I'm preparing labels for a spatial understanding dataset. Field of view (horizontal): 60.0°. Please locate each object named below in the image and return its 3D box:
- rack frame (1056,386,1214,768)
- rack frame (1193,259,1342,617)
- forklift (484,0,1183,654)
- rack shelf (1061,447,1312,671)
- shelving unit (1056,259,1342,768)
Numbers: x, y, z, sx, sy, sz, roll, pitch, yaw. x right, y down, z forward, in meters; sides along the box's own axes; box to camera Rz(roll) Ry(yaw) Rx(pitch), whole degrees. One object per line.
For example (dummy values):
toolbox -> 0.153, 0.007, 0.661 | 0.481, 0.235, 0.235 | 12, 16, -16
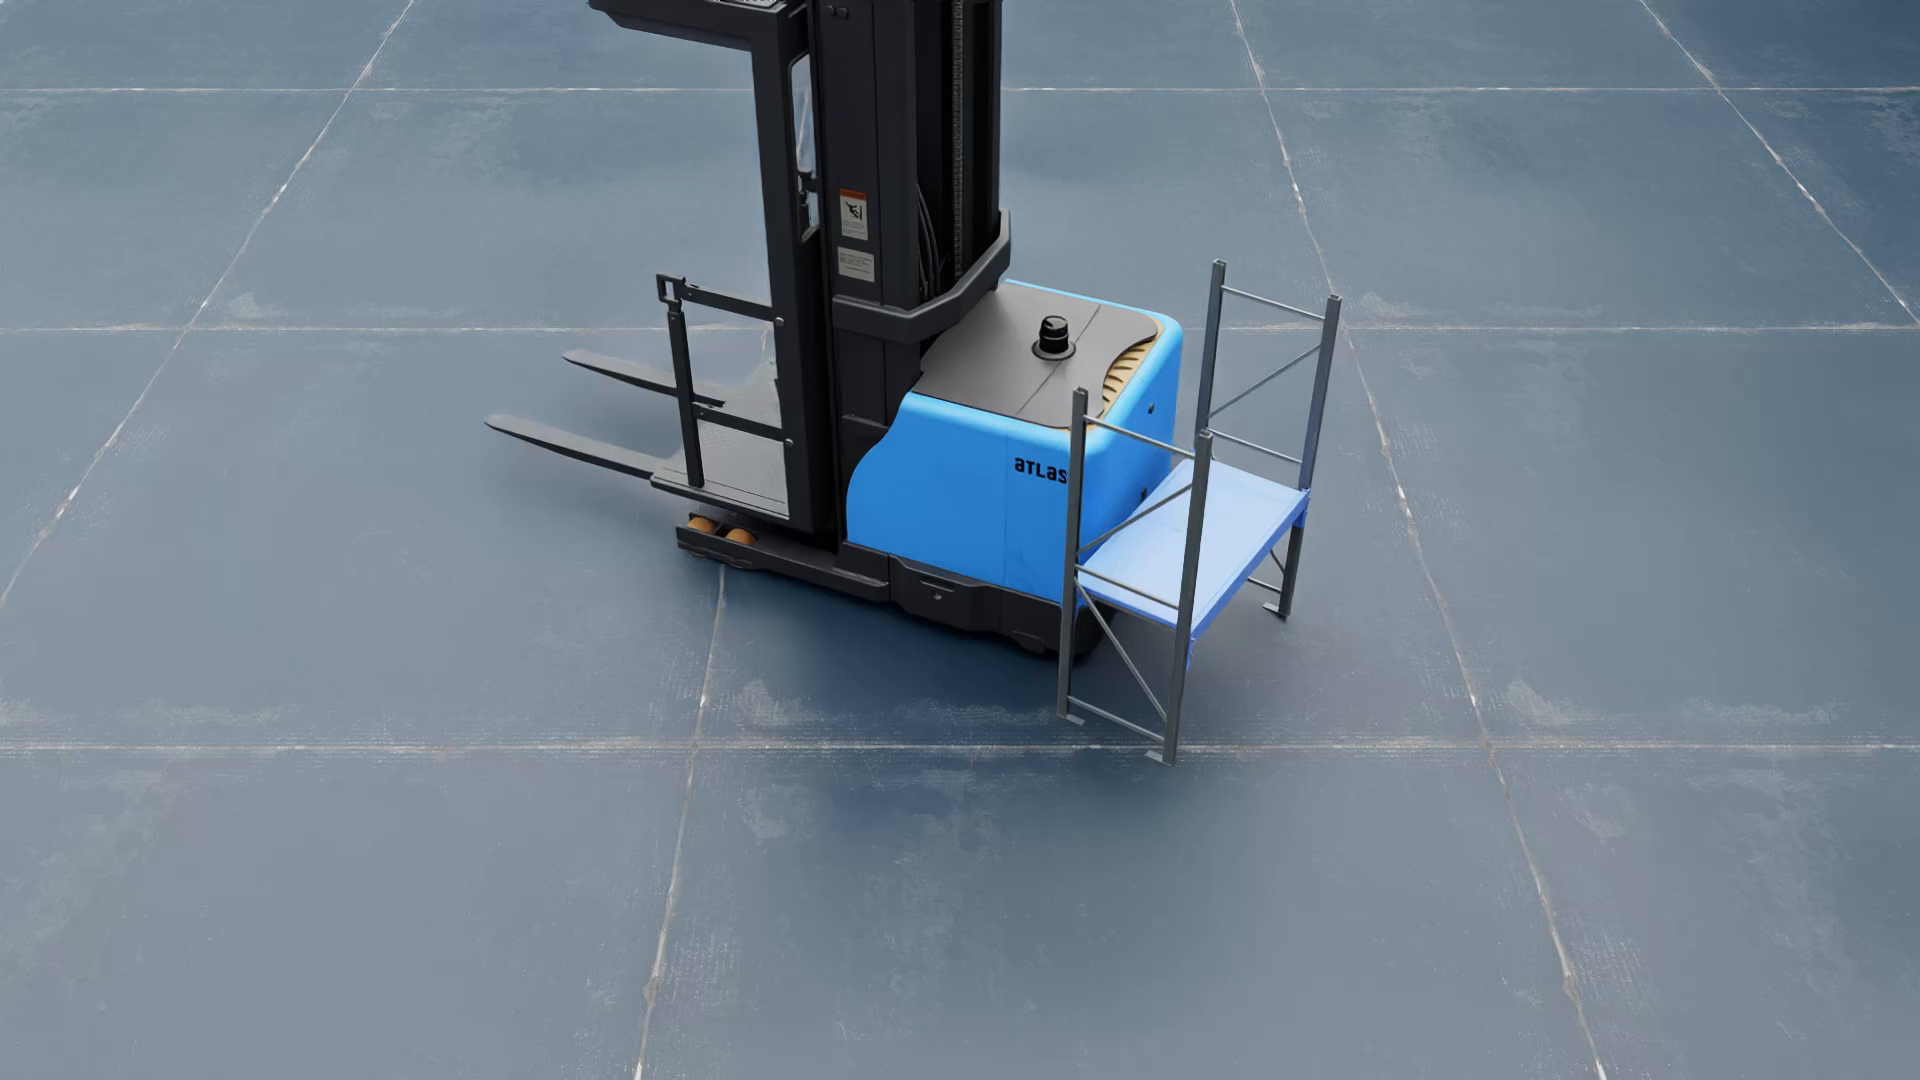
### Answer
rack frame -> 0.588, 0.170, 5.839 | 0.500, 1.500, 0.032 | 22, 44, 25
rack frame -> 1.148, -0.361, 6.501 | 0.500, 1.500, 0.032 | 22, 44, 25
forklift -> -0.656, -1.306, 6.535 | 3.031, 2.935, 1.130 | 16, 41, 19
rack shelf -> 0.868, 0.045, 6.282 | 0.538, 0.185, 1.000 | 22, 44, 25
shelving unit -> 0.868, -0.095, 6.170 | 0.538, 1.500, 1.048 | 22, 44, 25
